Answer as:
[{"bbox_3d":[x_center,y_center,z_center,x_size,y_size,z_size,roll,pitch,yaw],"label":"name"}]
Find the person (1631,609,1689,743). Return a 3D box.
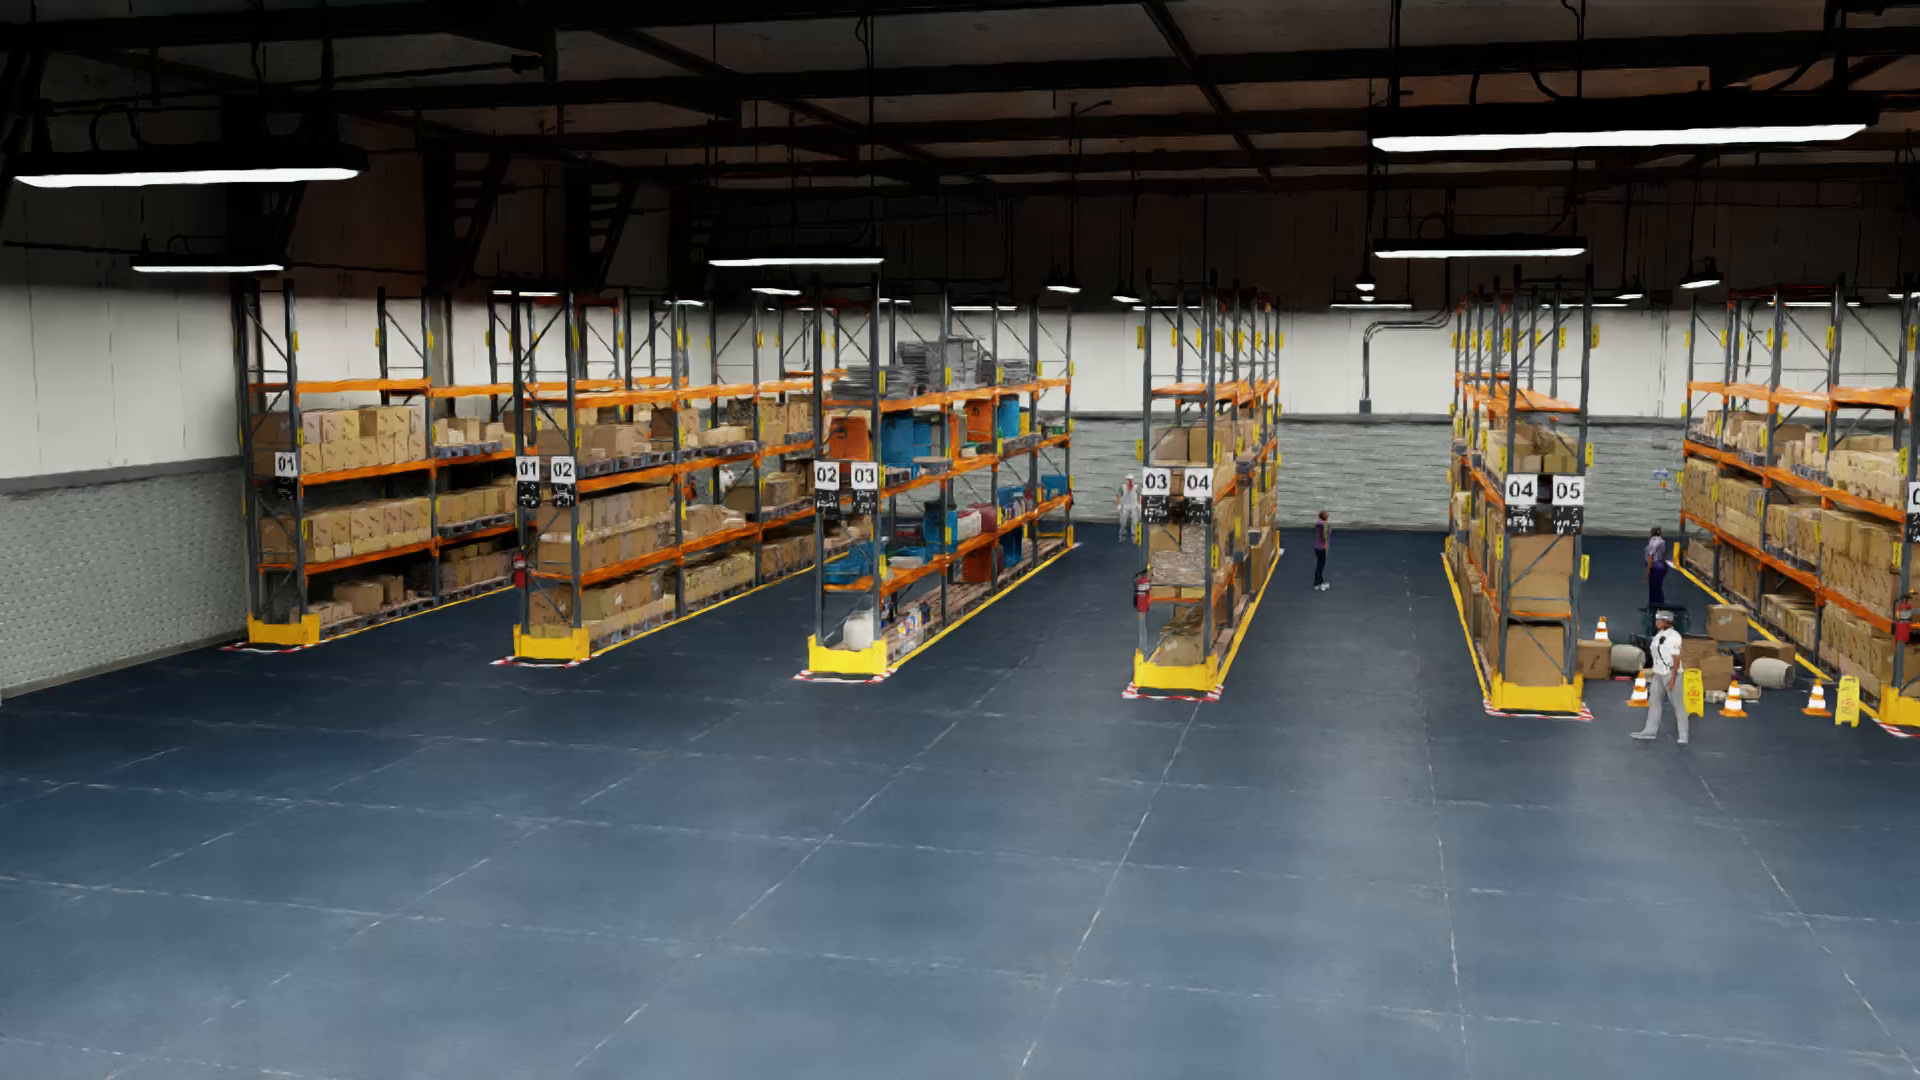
[{"bbox_3d":[8.819,1.689,20.808,0.605,1.657,0.590,-1,7,-8],"label":"person"}]

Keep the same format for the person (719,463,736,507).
[{"bbox_3d":[-6.535,-1.392,46.680,0.660,1.601,0.785,-1,7,-6],"label":"person"}]

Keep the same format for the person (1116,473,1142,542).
[{"bbox_3d":[4.204,-0.791,41.204,0.677,1.741,0.545,1,7,12],"label":"person"}]

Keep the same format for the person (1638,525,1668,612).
[{"bbox_3d":[12.680,0.537,30.398,0.554,1.641,0.606,6,9,40],"label":"person"}]

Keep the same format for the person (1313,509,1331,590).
[{"bbox_3d":[7.320,0.181,33.500,0.423,1.599,0.498,-1,7,-8],"label":"person"}]
